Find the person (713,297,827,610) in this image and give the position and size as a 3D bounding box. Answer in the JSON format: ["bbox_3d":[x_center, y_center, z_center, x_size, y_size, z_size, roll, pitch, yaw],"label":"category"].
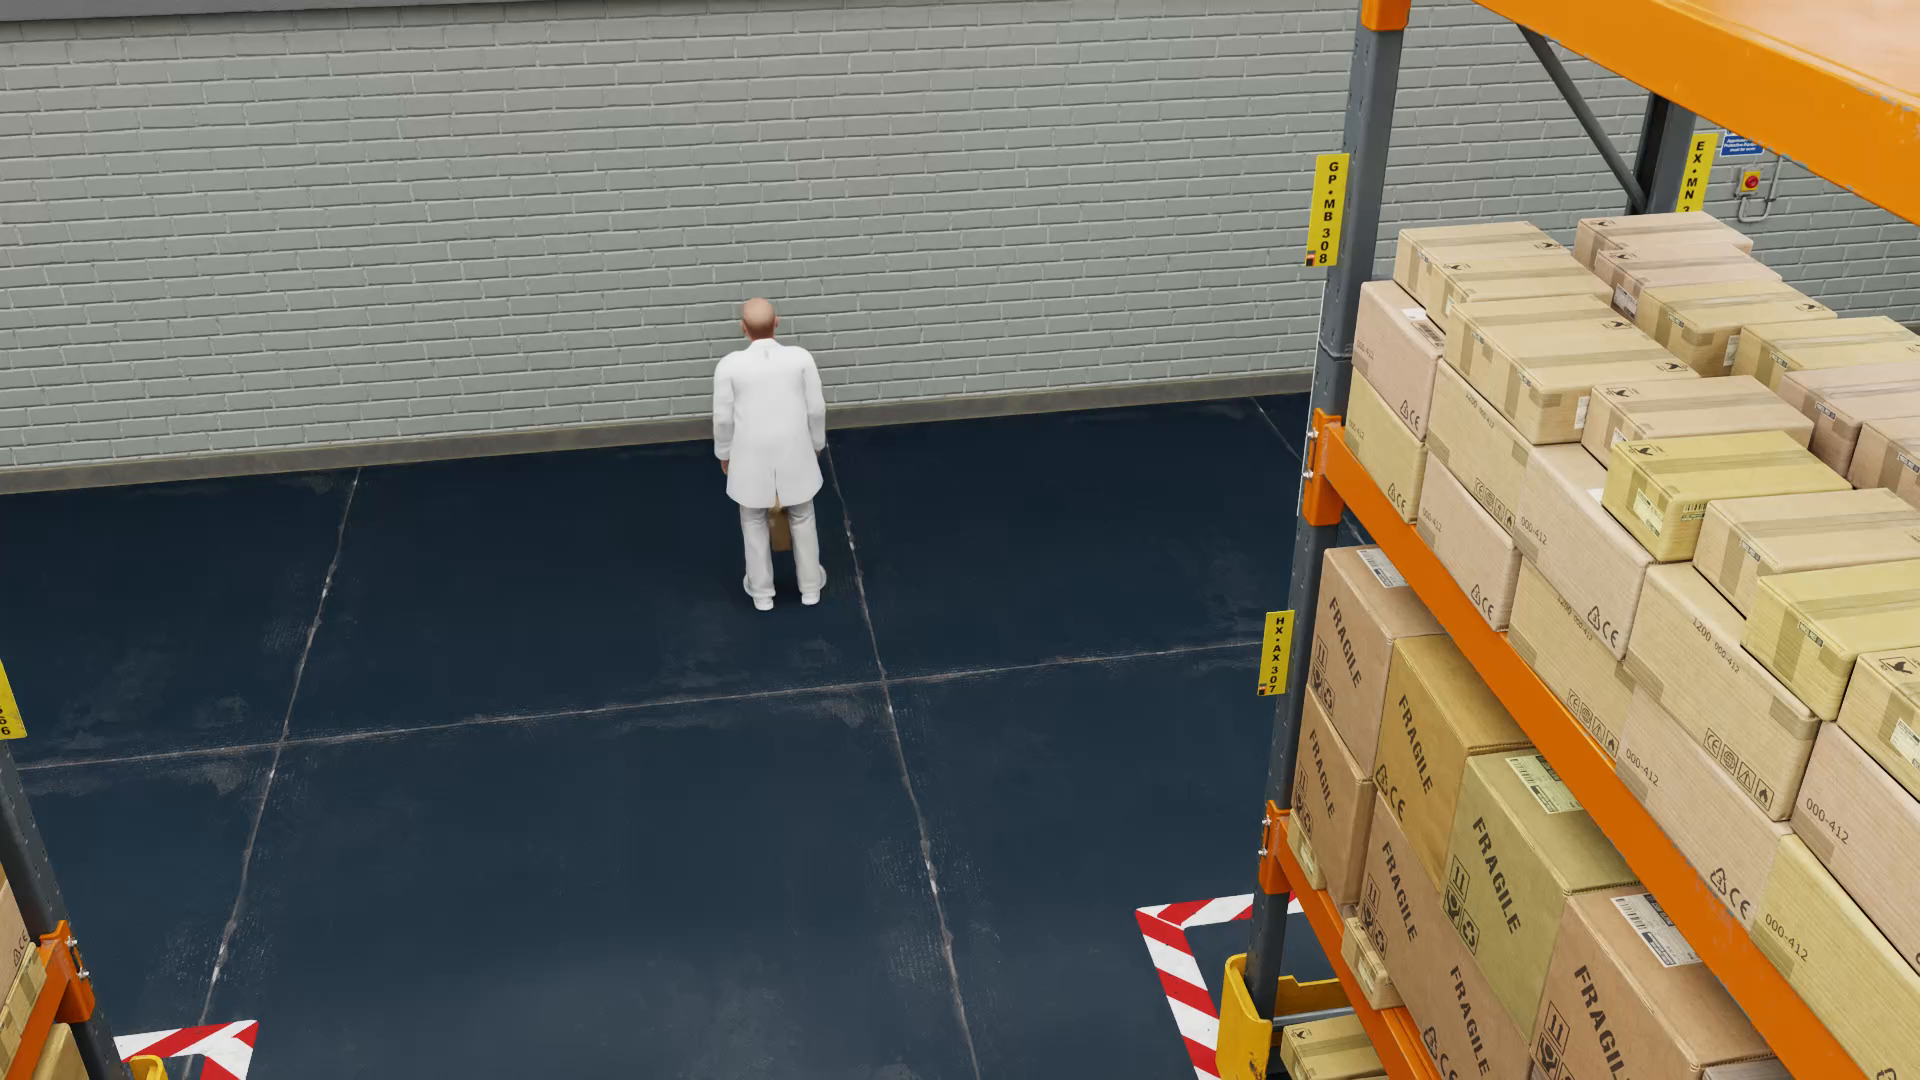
[{"bbox_3d":[-1.014,-0.454,8.933,0.601,1.776,0.425,-6,31,-10],"label":"person"}]
